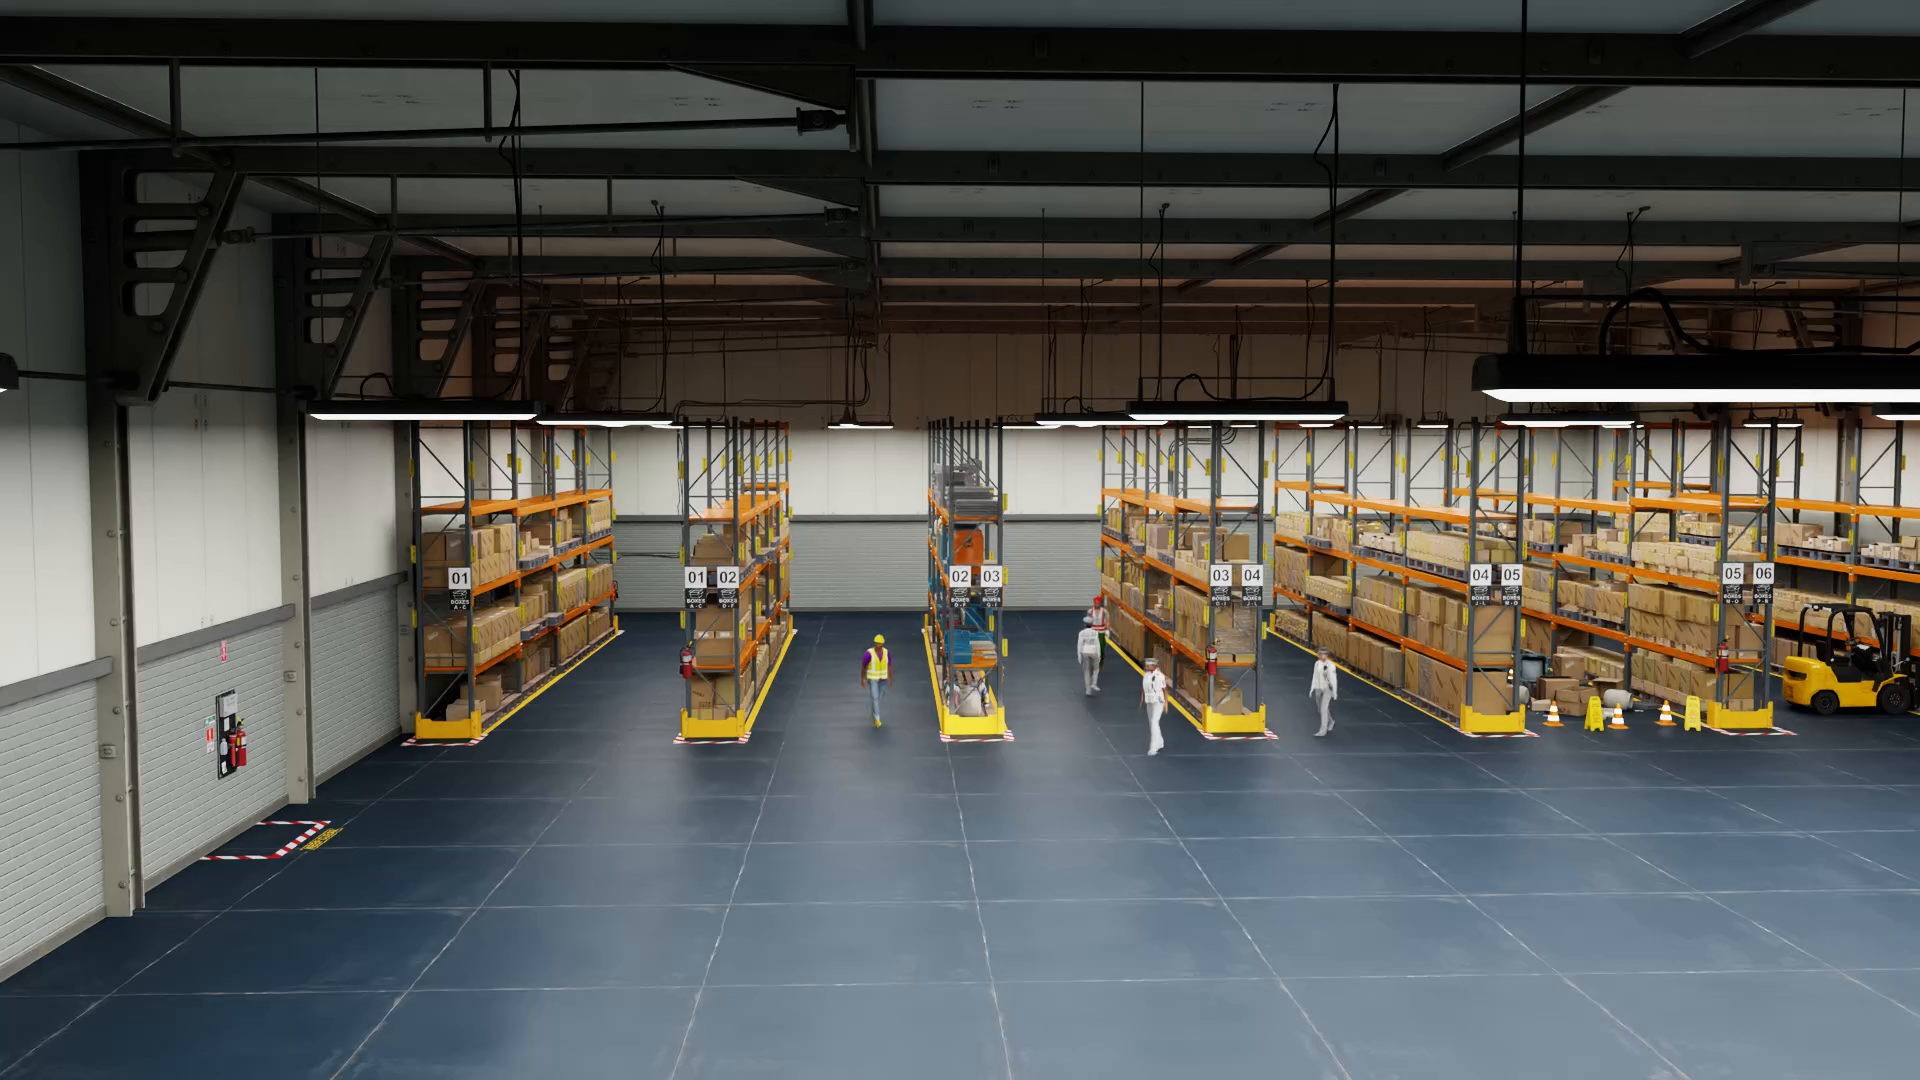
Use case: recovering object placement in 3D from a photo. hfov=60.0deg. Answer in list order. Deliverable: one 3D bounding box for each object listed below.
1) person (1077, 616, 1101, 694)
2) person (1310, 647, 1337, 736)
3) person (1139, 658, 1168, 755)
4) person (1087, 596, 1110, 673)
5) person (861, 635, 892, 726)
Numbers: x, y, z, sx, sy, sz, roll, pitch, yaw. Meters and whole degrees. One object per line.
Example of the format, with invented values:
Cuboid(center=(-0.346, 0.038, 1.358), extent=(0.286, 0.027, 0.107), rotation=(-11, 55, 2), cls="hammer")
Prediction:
Cuboid(center=(2.809, 2.514, 36.225), extent=(0.519, 1.678, 0.437), rotation=(0, 4, 8), cls="person")
Cuboid(center=(6.912, 2.836, 31.456), extent=(0.792, 1.649, 0.476), rotation=(-3, 5, -35), cls="person")
Cuboid(center=(3.450, 2.953, 29.775), extent=(0.648, 1.669, 0.576), rotation=(-3, 5, -36), cls="person")
Cuboid(center=(3.293, 2.258, 39.729), extent=(0.597, 1.842, 0.535), rotation=(1, 4, 10), cls="person")
Cuboid(center=(-1.595, 2.712, 32.527), extent=(0.589, 1.721, 0.950), rotation=(-2, 4, -30), cls="person")
